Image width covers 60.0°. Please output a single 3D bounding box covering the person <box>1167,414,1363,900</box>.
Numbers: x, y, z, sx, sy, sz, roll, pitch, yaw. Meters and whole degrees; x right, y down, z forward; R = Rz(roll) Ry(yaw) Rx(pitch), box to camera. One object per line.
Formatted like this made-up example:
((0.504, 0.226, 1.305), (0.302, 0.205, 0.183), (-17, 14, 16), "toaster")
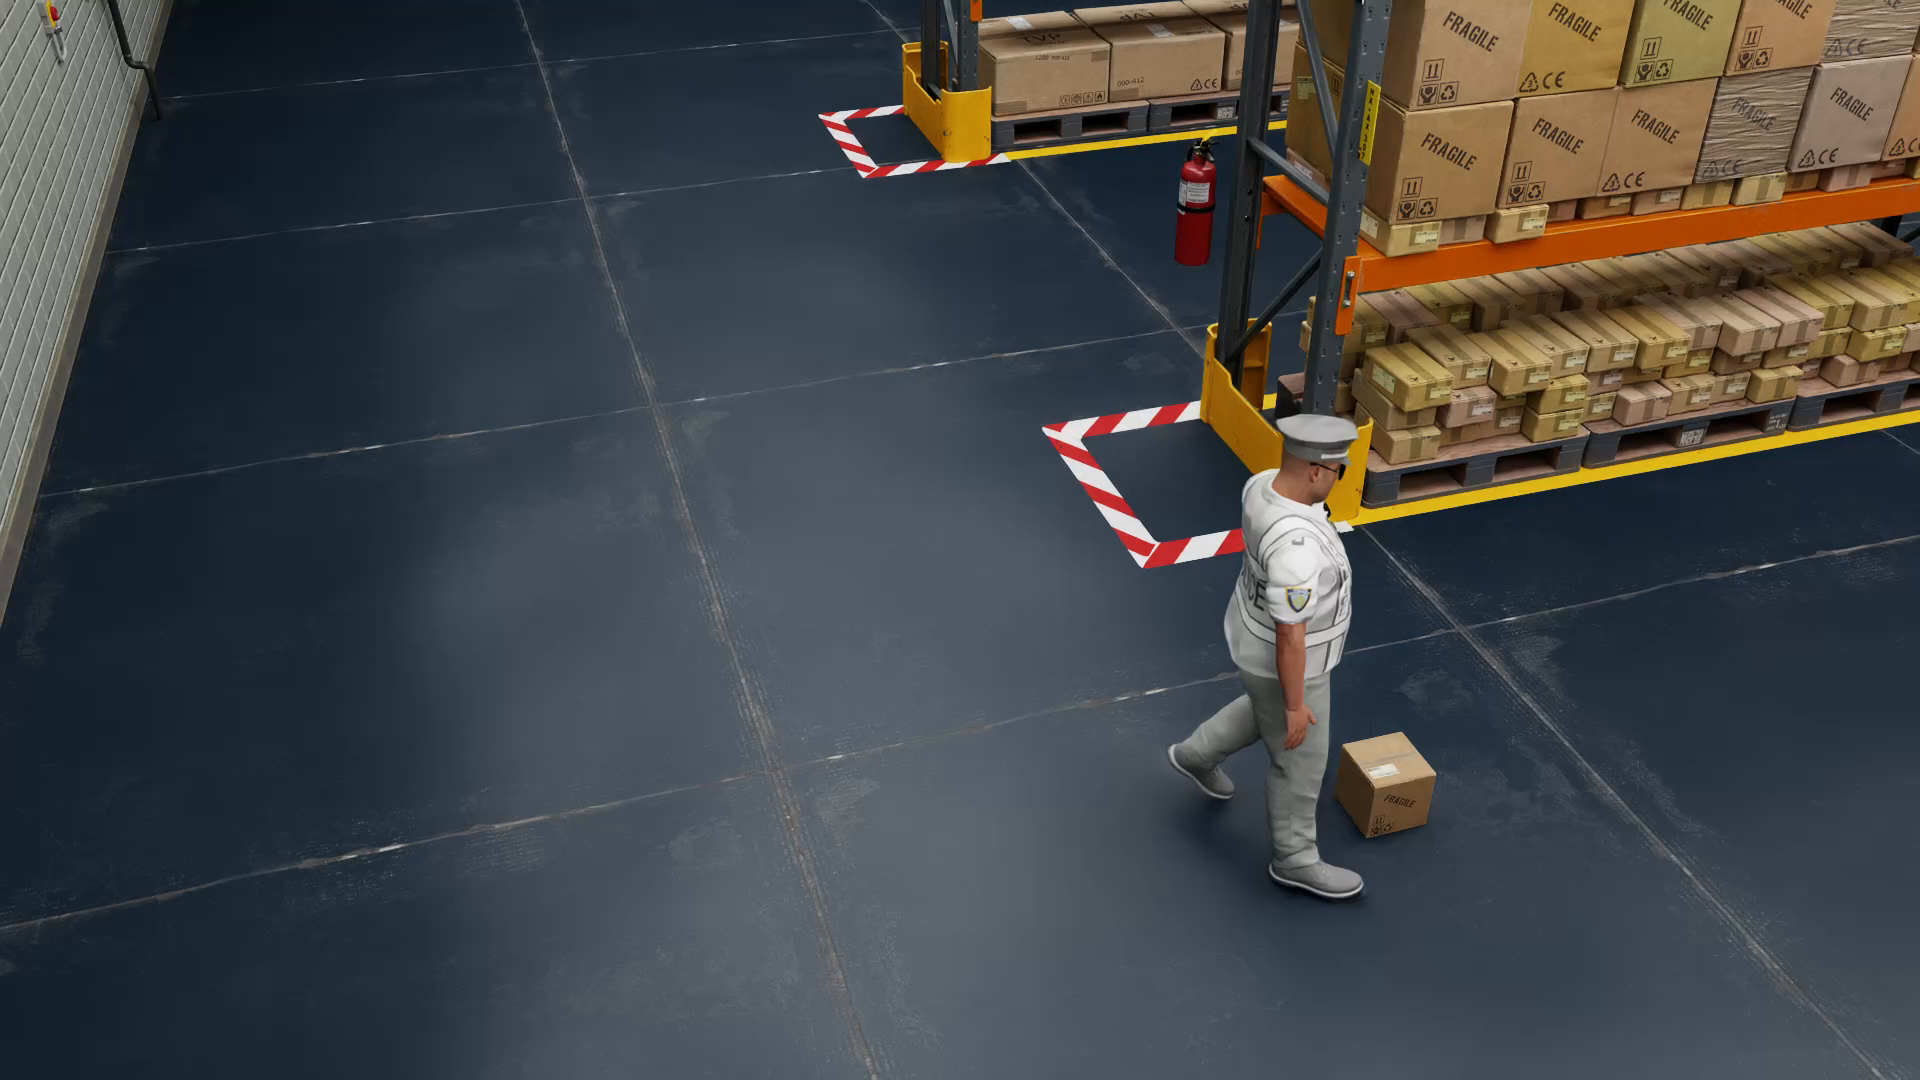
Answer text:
((1.101, 0.375, 5.574), (0.630, 1.740, 0.658), (0, 34, 0), "person")
